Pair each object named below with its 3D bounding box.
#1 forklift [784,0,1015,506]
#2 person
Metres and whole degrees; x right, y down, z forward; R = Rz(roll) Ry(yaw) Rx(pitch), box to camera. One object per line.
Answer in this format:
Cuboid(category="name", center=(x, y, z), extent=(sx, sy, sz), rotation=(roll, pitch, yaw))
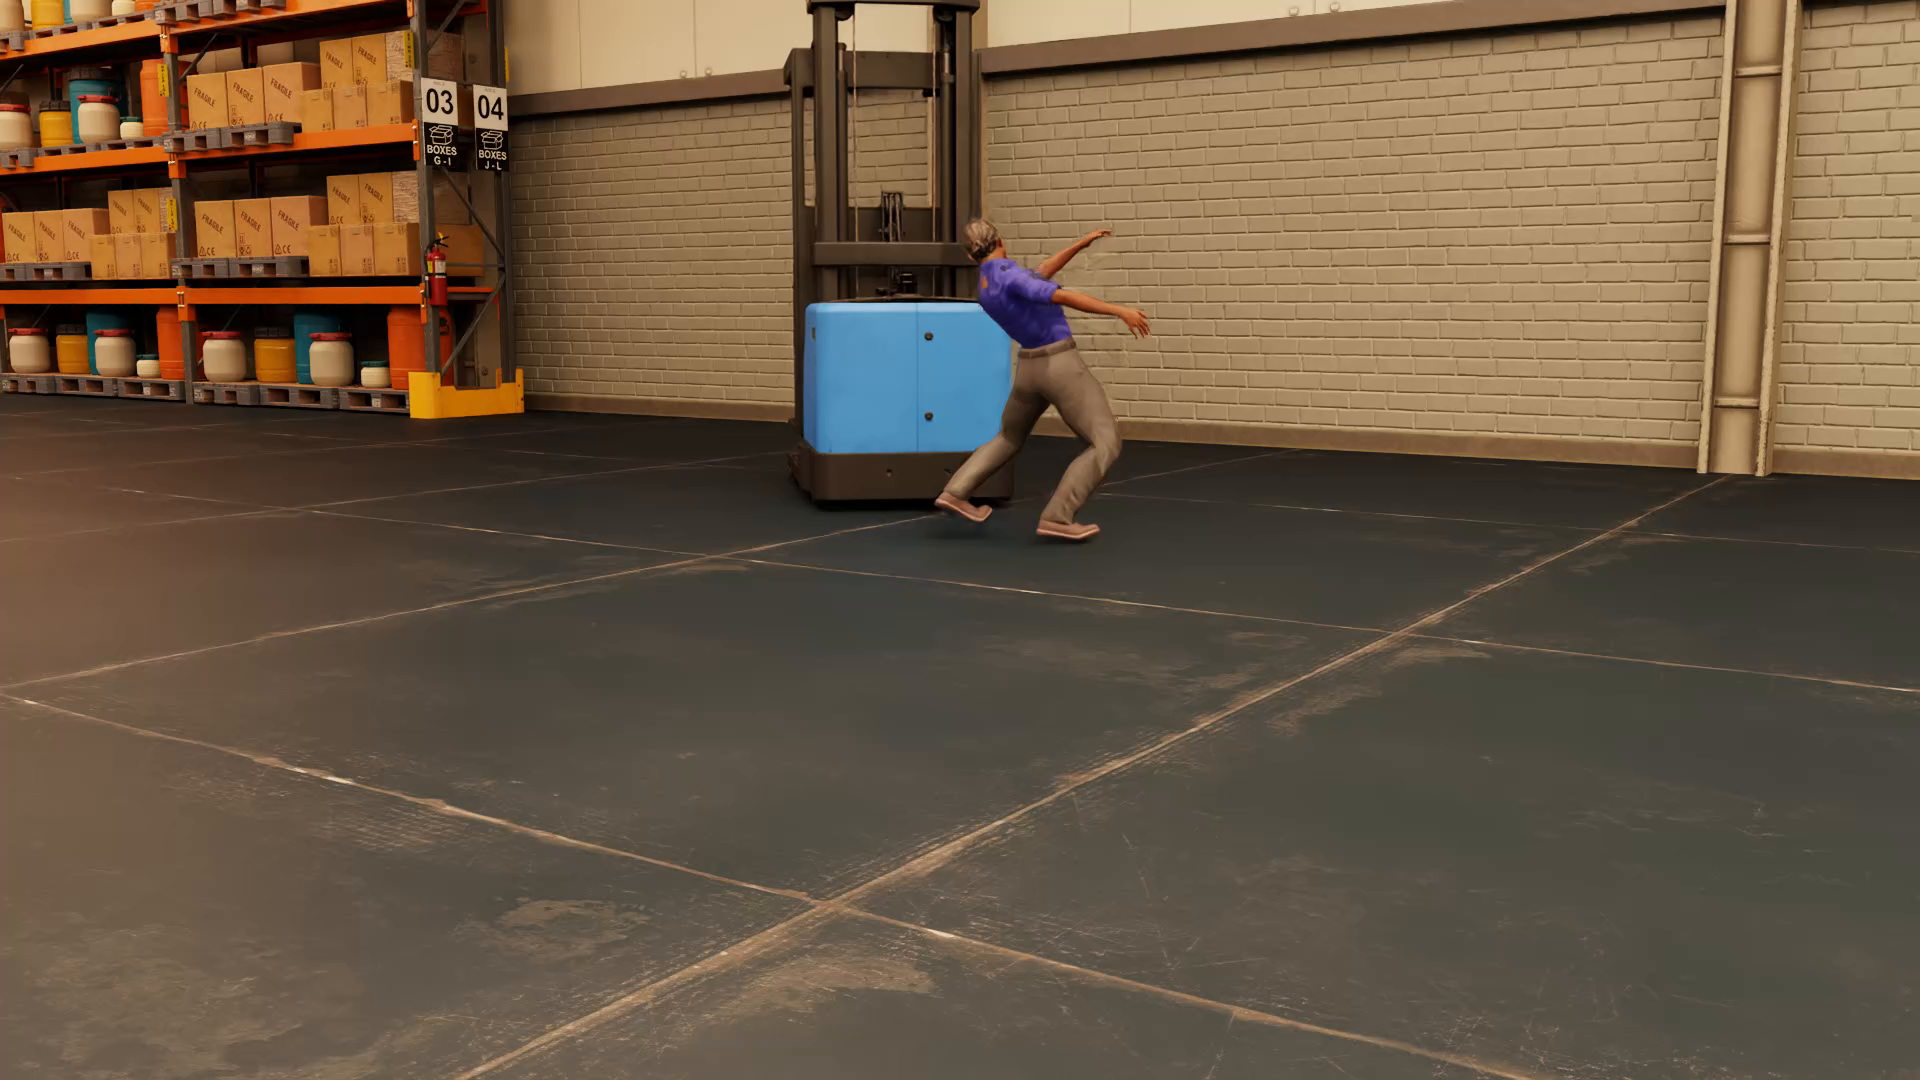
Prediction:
Cuboid(category="forklift", center=(-0.462, -1.803, 9.871), extent=(1.130, 2.935, 3.031), rotation=(-1, 8, -9))
Cuboid(category="person", center=(0.452, -0.726, 7.516), extent=(0.755, 1.438, 0.966), rotation=(-6, 10, -37))
